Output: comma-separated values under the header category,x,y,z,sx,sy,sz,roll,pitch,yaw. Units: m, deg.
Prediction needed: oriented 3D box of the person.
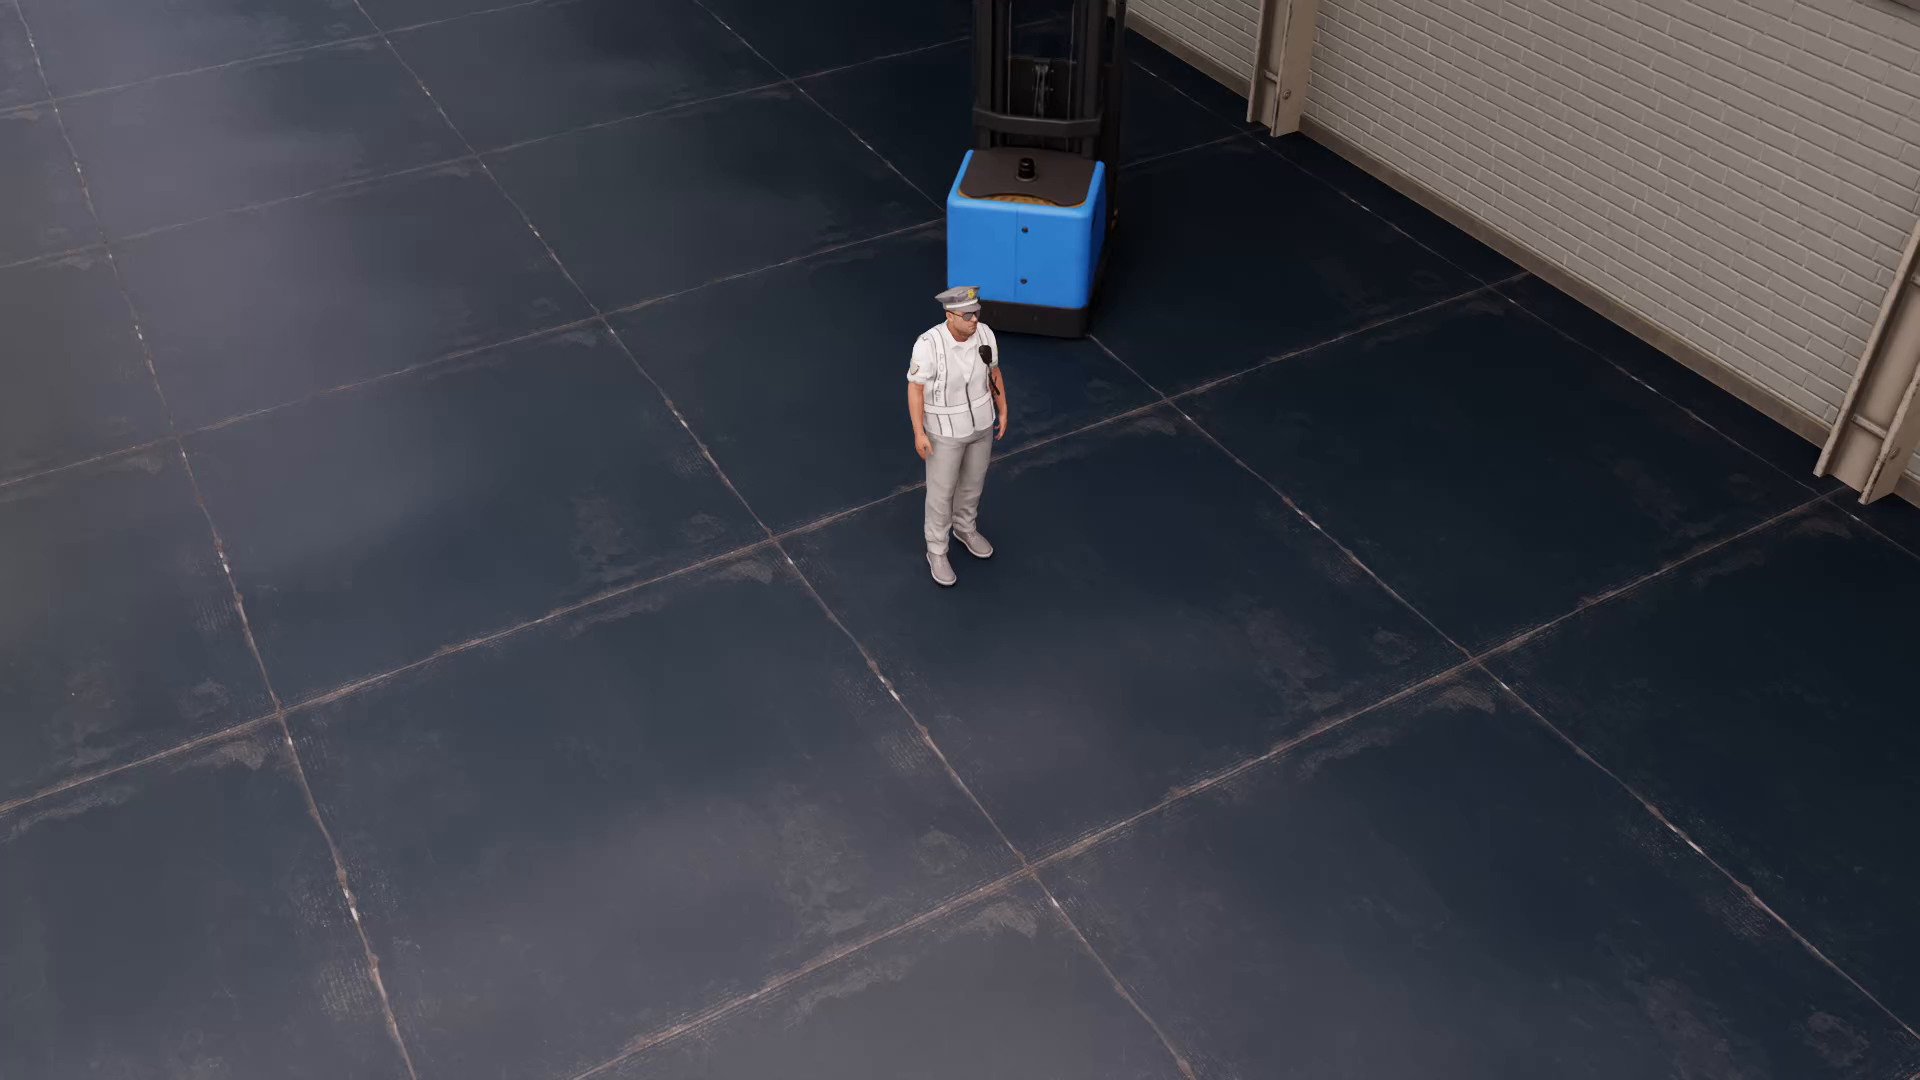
category,x,y,z,sx,sy,sz,roll,pitch,yaw
person,0.029,-0.645,9.702,0.641,1.781,0.574,-20,44,-23

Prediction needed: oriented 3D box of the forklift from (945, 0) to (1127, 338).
category,x,y,z,sx,sy,sz,roll,pitch,yaw
forklift,0.678,-3.527,12.289,1.130,2.935,3.031,7,40,8
